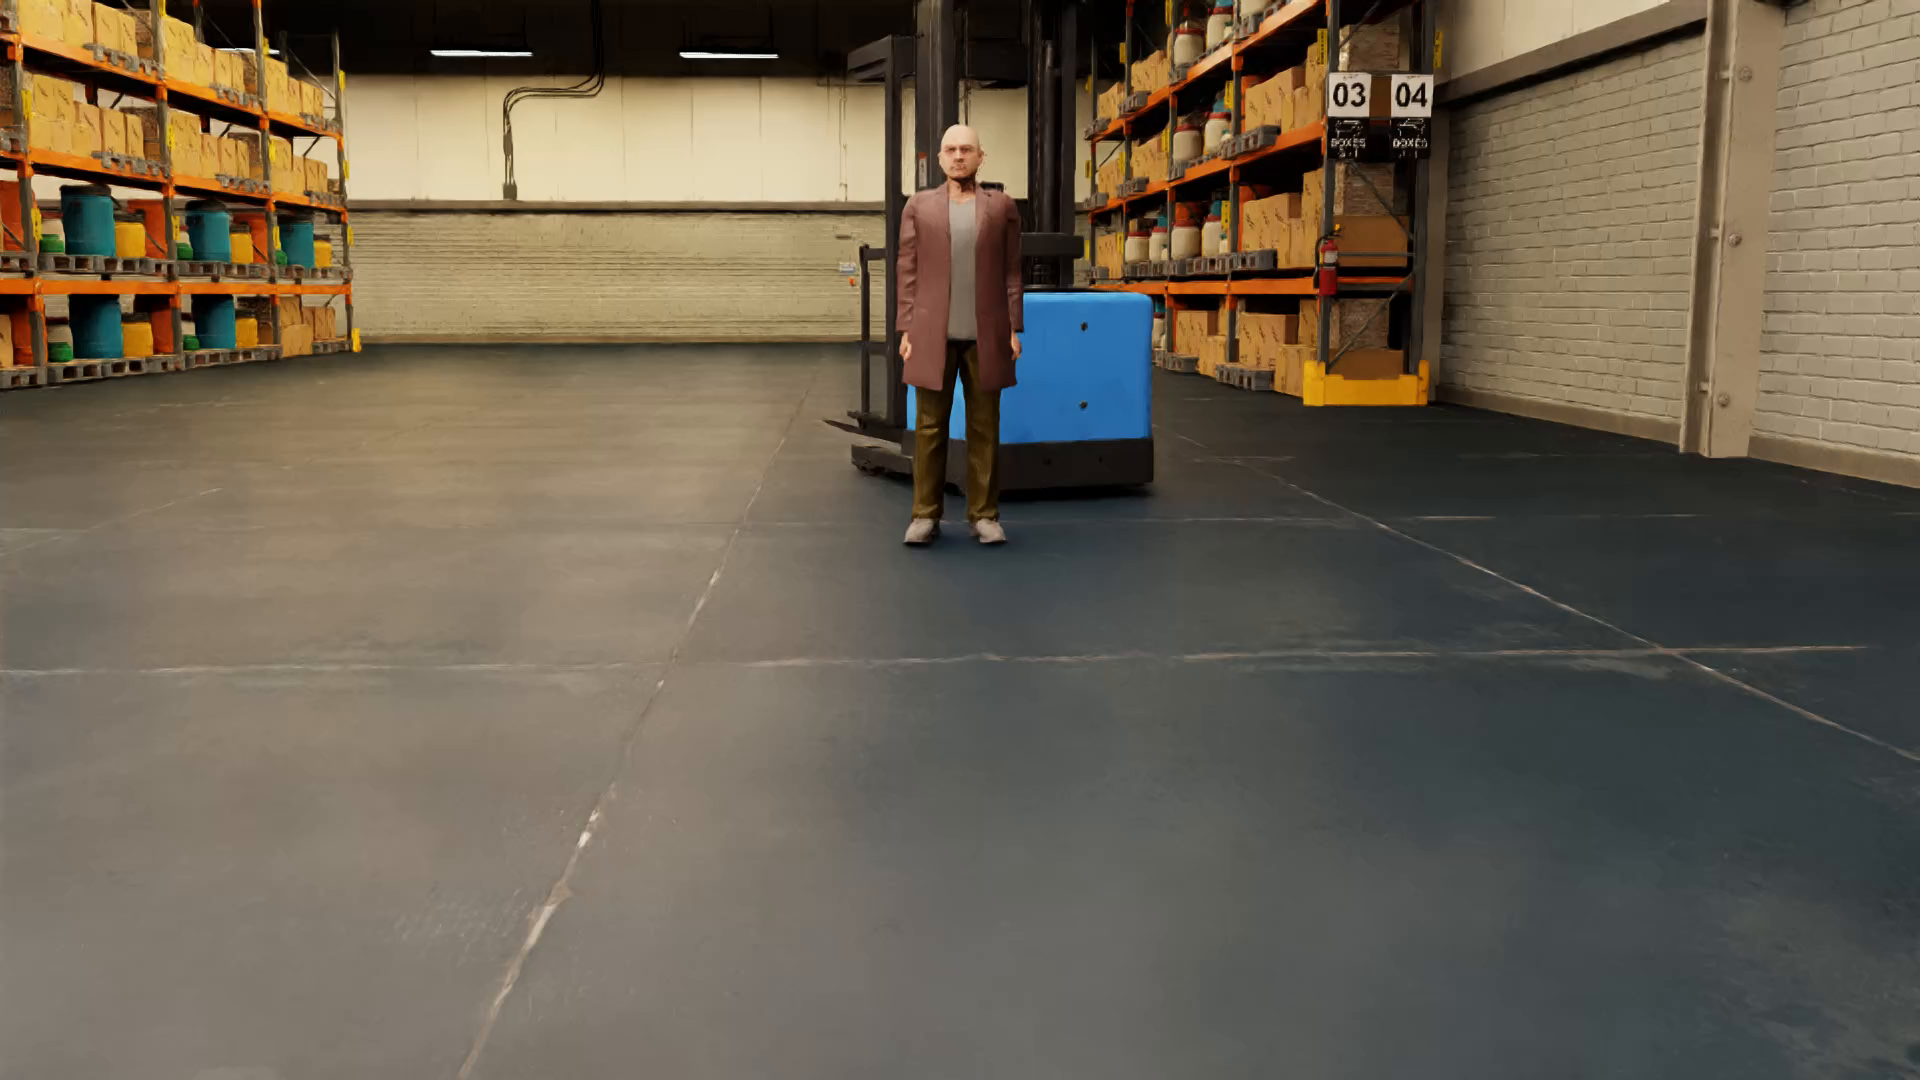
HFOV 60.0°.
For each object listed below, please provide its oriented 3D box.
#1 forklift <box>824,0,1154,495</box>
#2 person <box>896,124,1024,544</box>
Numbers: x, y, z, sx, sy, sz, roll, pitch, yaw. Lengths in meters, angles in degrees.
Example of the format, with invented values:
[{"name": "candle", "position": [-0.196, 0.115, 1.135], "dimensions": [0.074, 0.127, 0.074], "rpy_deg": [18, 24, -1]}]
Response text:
[{"name": "forklift", "position": [-0.011, -1.864, 9.884], "dimensions": [1.130, 2.935, 3.031], "rpy_deg": [-4, 9, -23]}, {"name": "person", "position": [0.004, -0.878, 7.153], "dimensions": [0.558, 1.783, 0.377], "rpy_deg": [-1, 8, -4]}]
